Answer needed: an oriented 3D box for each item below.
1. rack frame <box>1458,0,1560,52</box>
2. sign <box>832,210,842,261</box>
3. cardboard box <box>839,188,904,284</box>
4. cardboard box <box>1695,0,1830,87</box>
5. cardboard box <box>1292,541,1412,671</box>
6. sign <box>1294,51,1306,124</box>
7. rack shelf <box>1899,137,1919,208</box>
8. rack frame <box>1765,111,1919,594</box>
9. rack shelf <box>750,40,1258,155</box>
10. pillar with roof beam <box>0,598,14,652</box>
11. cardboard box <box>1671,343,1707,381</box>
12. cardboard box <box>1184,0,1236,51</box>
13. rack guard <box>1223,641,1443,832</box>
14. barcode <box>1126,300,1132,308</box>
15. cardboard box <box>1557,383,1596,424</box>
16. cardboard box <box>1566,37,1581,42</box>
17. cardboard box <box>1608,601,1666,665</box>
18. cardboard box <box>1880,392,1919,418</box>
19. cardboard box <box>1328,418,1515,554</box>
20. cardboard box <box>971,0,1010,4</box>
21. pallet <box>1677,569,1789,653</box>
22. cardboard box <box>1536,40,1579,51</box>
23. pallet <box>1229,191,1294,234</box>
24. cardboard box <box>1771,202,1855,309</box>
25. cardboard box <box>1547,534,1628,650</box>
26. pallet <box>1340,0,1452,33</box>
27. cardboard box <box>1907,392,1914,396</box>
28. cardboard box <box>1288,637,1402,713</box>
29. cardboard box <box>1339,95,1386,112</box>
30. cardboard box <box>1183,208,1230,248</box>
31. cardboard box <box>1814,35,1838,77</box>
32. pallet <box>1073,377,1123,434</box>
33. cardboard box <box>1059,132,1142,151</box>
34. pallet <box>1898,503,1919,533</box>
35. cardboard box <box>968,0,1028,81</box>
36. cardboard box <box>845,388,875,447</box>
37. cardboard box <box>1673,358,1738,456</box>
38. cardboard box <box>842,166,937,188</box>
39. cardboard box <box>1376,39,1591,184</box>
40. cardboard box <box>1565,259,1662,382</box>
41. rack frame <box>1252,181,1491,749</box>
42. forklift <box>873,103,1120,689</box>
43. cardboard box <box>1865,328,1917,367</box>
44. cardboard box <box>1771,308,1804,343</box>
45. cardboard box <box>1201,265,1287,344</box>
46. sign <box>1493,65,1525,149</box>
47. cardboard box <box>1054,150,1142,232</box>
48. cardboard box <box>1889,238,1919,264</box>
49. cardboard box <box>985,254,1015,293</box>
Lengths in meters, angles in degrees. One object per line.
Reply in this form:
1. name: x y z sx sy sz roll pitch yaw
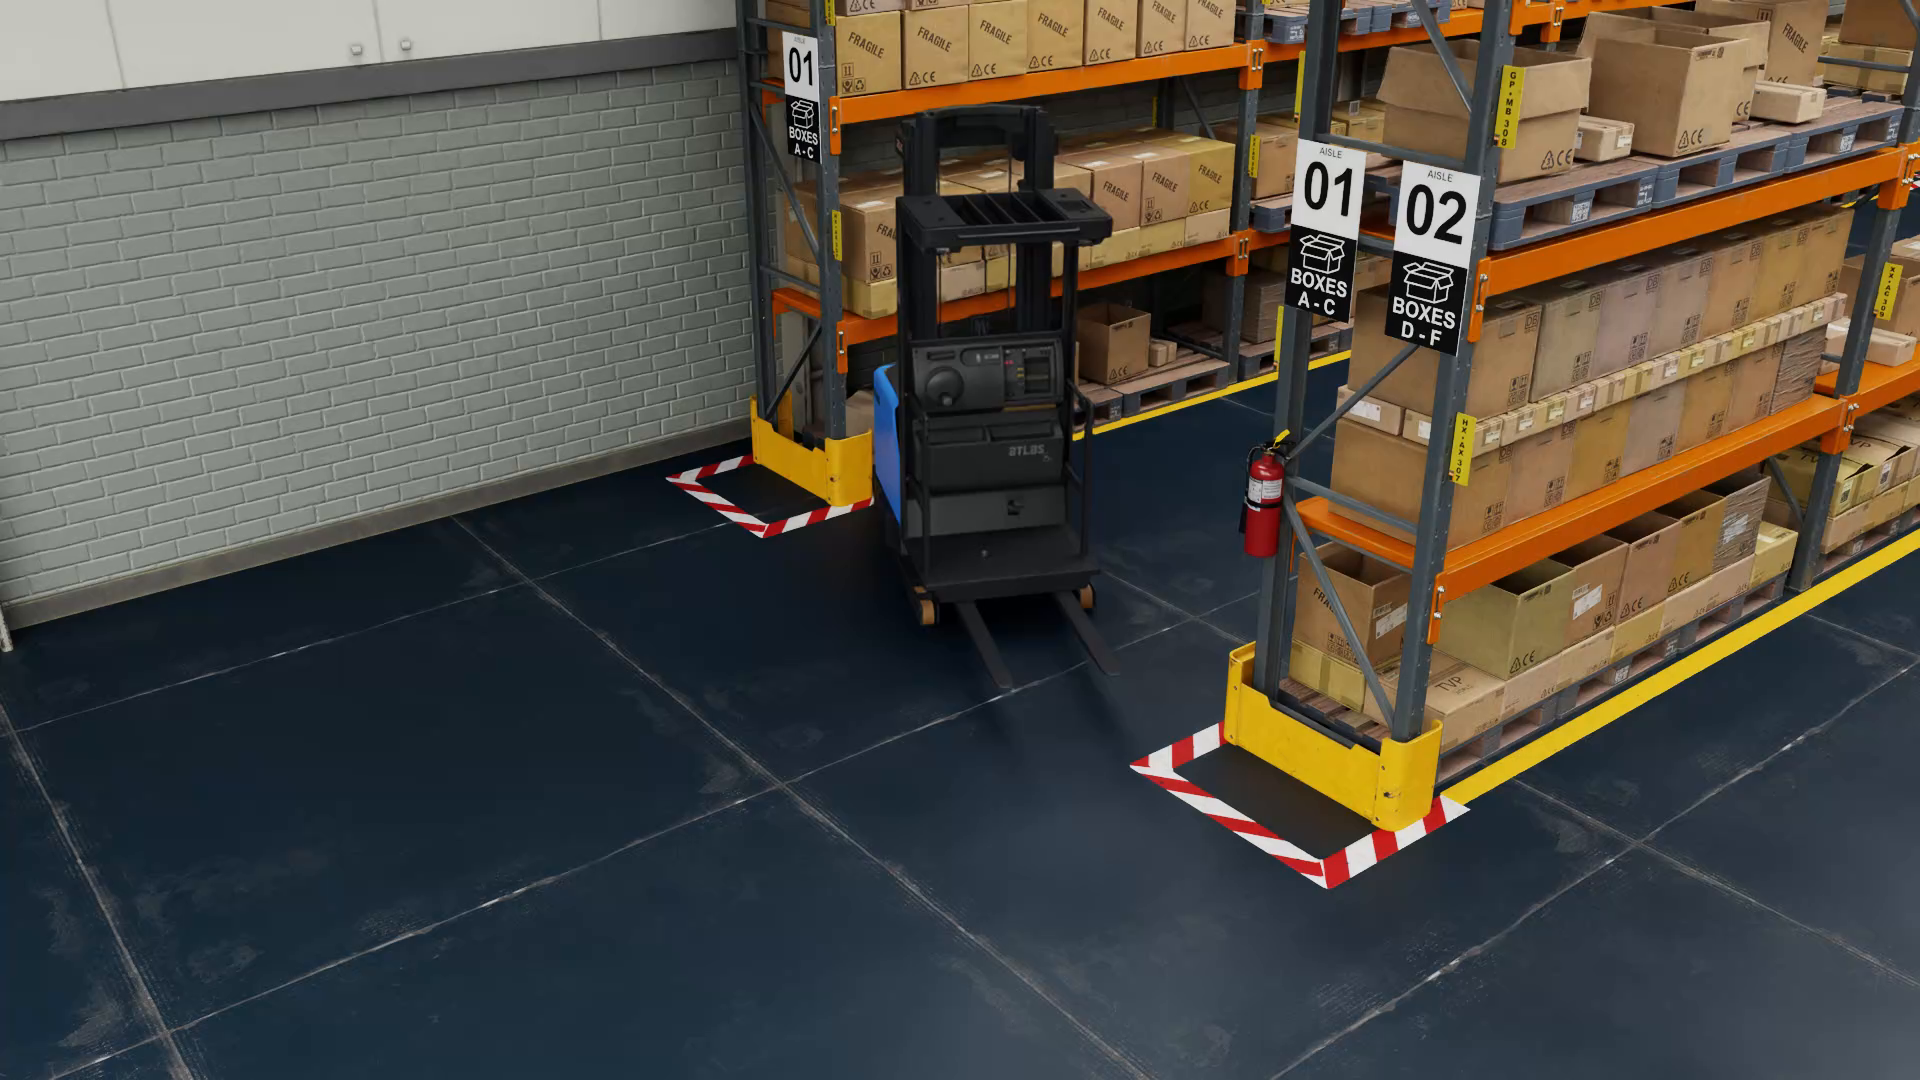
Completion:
1. rack frame: 5.144 -3.880 16.047 0.127 3.000 1.000 -18 31 -34
2. sign: -0.816 -2.015 11.000 0.005 0.325 0.100 -18 31 -34
3. cardboard box: -0.590 -2.107 11.491 0.500 0.500 0.500 -18 31 -34
4. cardboard box: 4.497 -2.817 9.410 0.500 0.500 0.500 -15 29 -30
5. cardboard box: 2.147 0.317 8.881 0.500 0.500 0.500 -18 31 -34
6. sign: 1.585 -2.071 7.629 0.005 0.325 0.100 -18 31 -34
7. rack shelf: 6.630 -2.755 10.914 4.000 0.370 1.077 -18 31 -34
8. rack frame: 5.056 -1.201 10.274 0.127 3.000 1.000 -18 31 -34
9. rack shelf: 0.423 -3.356 12.209 4.000 0.370 1.077 -18 31 -34
10. pillar with roof beam: -3.199 -2.007 4.884 0.400 9.000 9.100 -18 31 -34
11. cardboard box: 3.767 -1.000 8.951 0.250 0.149 0.380 -17 30 -32
12. cardboard box: 1.750 -4.042 12.691 0.500 0.500 0.500 -17 30 -33
13. rack guard: 1.890 0.978 8.548 0.348 0.500 1.175 -18 31 -34
14. barcode: 1.424 -1.991 14.043 0.075 0.075 0.001 -18 31 -34
15. cardboard box: 2.953 -0.731 8.372 0.250 0.149 0.380 -19 31 -35
16. cardboard box: 6.557 -5.011 17.098 0.500 0.250 0.500 -19 31 -35
17. cardboard box: 3.649 0.440 9.506 0.500 0.250 0.500 -18 31 -34
18. cardboard box: 6.744 -0.823 11.562 0.500 0.311 0.500 -17 30 -33
19. cardboard box: 2.284 -0.324 8.267 0.500 0.500 0.700 -18 31 -34
20. cardboard box: 0.124 -3.940 11.284 0.500 0.500 0.500 -17 30 -33
21. pallet: 4.405 0.257 10.446 1.213 0.211 1.003 -18 31 -34
22. cardboard box: 6.157 -4.879 16.812 0.500 0.250 0.500 -19 31 -35
23. pallet: 2.688 -2.904 14.172 1.213 0.211 1.003 -18 31 -34
24. cardboard box: 4.711 -1.717 9.727 0.500 0.500 0.700 -18 30 -34
25. cardboard box: 3.246 0.225 9.080 0.500 0.500 0.500 -18 31 -34
26. pallet: 3.362 -4.512 14.068 1.003 0.211 1.213 -18 31 -34
27. cardboard box: 6.800 -1.128 12.218 0.500 0.311 0.500 -19 31 -35
28. cardboard box: 2.148 0.658 9.037 0.500 0.250 0.500 -18 31 -34
29. cardboard box: 3.814 -3.668 14.950 0.500 0.500 0.700 -18 31 -34
30. cardboard box: 1.811 -2.559 13.354 0.500 0.250 0.500 -18 30 -34
31. cardboard box: 9.307 -5.378 18.919 0.700 0.700 0.980 -19 31 -35
32. pallet: 0.529 -1.071 13.307 1.213 0.211 1.003 -18 31 -34
33. cardboard box: 1.089 -2.936 13.277 0.500 0.500 0.500 -18 31 -34
34. pallet: 6.573 -0.459 11.988 1.213 0.211 1.003 -18 31 -34
35. cardboard box: 0.117 -3.485 11.490 0.500 0.500 0.500 -17 30 -32
36. cardboard box: -0.551 -0.932 12.366 0.500 0.311 0.500 -23 33 -40
37. cardboard box: 3.903 -0.861 9.423 0.500 0.500 0.700 -18 30 -33
38. cardboard box: -0.509 -2.403 12.129 0.500 0.500 0.500 -18 30 -33
39. cardboard box: 2.363 -1.971 7.583 0.637 0.503 0.797 -16 29 -31
40. cardboard box: 3.132 -1.196 8.604 0.500 0.500 0.700 -18 30 -34
41. rack frame: 1.909 -0.162 8.035 0.127 3.000 1.000 -18 31 -34
42. forklift: 0.221 -0.978 9.875 1.130 2.935 3.031 -5 25 -11
43. cardboard box: 5.880 -1.249 10.677 0.250 0.149 0.380 -18 31 -34
44. cardboard box: 4.574 -1.266 9.526 0.250 0.149 0.380 -19 31 -35
45. cardboard box: 2.566 -2.103 14.666 0.500 0.500 0.700 -17 30 -32
46. sign: 2.246 -1.769 6.804 0.005 0.325 0.100 -18 31 -34
47. cardboard box: 1.023 -2.638 12.635 0.500 0.500 0.500 -19 31 -35
48. cardboard box: 6.479 -1.707 11.247 0.500 0.500 0.500 -18 30 -34
49. cardboard box: 0.233 -2.034 12.225 0.500 0.250 0.500 -19 31 -35
